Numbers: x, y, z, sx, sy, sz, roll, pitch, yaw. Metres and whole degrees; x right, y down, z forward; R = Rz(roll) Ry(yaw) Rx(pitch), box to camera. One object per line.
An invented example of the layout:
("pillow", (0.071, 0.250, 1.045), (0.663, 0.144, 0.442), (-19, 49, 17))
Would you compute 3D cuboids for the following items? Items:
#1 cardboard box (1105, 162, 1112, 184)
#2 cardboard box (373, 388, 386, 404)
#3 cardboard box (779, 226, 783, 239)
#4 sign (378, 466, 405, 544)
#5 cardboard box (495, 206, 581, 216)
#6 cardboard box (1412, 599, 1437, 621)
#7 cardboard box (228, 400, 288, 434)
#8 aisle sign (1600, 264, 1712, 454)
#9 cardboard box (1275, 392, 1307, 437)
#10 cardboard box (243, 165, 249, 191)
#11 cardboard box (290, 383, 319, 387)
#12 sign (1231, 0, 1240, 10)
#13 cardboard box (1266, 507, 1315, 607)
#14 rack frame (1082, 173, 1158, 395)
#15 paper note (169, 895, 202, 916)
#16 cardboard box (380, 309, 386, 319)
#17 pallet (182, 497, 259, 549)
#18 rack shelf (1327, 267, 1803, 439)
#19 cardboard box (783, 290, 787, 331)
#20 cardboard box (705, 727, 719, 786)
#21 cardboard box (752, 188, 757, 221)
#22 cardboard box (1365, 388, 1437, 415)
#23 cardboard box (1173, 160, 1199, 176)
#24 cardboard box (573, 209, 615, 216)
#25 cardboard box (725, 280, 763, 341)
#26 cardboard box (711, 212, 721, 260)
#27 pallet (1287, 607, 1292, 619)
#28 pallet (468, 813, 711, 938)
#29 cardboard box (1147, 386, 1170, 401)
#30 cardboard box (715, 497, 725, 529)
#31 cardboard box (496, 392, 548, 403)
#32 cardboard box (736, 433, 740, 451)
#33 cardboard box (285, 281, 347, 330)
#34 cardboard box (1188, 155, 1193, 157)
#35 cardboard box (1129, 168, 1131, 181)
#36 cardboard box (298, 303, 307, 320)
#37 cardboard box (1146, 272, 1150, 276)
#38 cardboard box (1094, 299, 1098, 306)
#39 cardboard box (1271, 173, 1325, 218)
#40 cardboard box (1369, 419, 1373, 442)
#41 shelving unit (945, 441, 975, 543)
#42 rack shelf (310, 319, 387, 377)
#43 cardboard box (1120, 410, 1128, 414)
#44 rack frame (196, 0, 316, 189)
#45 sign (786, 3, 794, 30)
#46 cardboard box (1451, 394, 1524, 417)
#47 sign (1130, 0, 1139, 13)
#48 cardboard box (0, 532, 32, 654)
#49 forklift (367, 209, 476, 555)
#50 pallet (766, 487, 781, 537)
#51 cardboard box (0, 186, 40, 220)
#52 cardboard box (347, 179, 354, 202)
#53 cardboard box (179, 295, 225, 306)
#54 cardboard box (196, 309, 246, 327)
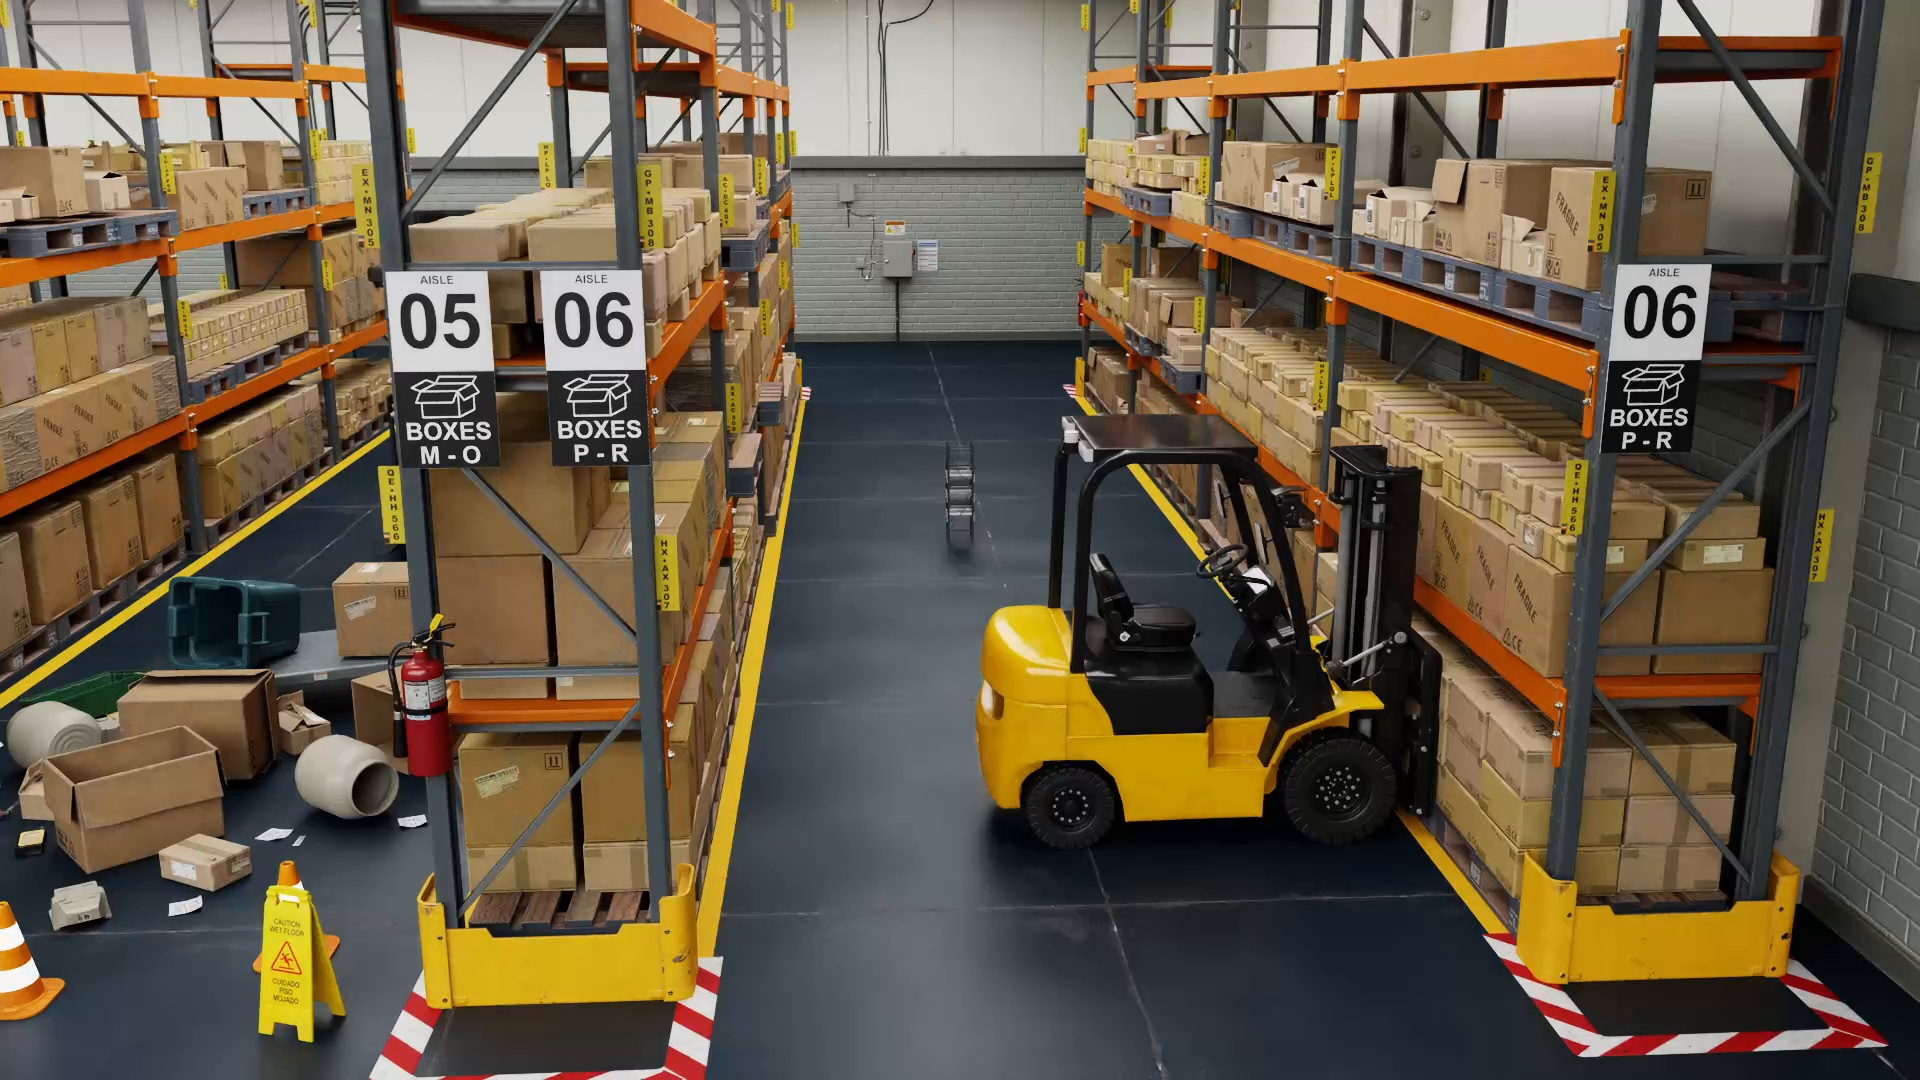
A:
("cardboard box", (2.073, -4.518, 20.474), (0.500, 0.250, 0.500), (-1, 14, -4))
("cardboard box", (-7.258, -1.761, 20.357), (0.380, 0.149, 0.250), (-1, 14, -3))
("cardboard box", (-2.350, -3.726, 20.204), (0.380, 0.149, 0.250), (-1, 14, -3))
("sign", (-2.326, -0.144, 6.831), (0.100, 0.325, 0.005), (-1, 14, -3))
("cardboard box", (-2.060, -1.548, 8.133), (0.380, 0.149, 0.250), (-1, 14, -5))
("cardboard box", (2.716, 0.514, 9.900), (0.500, 0.250, 0.500), (0, 14, -2))
("cardboard box", (-7.084, -1.232, 16.686), (0.500, 0.250, 0.500), (-2, 15, -6))
("aisle sign", (2.894, -0.749, 6.925), (0.394, 0.787, 0.004), (-1, 14, -3))
("cardboard box", (2.611, -0.921, 12.109), (0.500, 0.250, 0.500), (-1, 14, -5))
("cardboard box", (-7.603, -3.707, 16.955), (0.500, 0.311, 0.500), (-1, 14, -4))
("cardboard box", (-7.855, -1.768, 19.787), (0.380, 0.149, 0.250), (-2, 15, -6))
("sign", (2.993, -5.940, 18.084), (0.100, 0.325, 0.005), (-1, 14, -3))
("cardboard box", (2.851, 0.118, 12.694), (0.875, 0.625, 0.625), (-1, 14, -4))
("rack frame", (2.192, -3.490, 22.795), (1.000, 3.000, 0.127), (-1, 14, -3))
("paper note", (-3.816, 1.800, 8.193), (0.148, 0.019, 0.142), (-6, 16, -23))
("cardboard box", (-7.359, -2.859, 20.847), (0.380, 0.149, 0.250), (-2, 15, -6))
("pallet", (-7.248, -0.165, 15.469), (1.003, 0.211, 1.213), (-1, 14, -3))
("rack shelf", (3.059, -1.113, 8.979), (1.077, 0.370, 4.000), (-1, 14, -3))
("cardboard box", (-2.309, -2.712, 19.571), (0.500, 0.500, 0.500), (-1, 14, -3))
("cardboard box", (-1.615, 1.227, 9.136), (0.500, 0.250, 0.500), (0, 14, 0))
("cardboard box", (-1.740, -2.414, 12.052), (0.500, 0.250, 0.500), (-1, 14, -4))
("cardboard box", (2.783, -0.865, 10.494), (0.380, 0.149, 0.250), (-1, 14, -3))
("cardboard box", (2.291, -3.621, 16.190), (0.380, 0.149, 0.250), (-1, 14, -3))
("cardboard box", (-1.627, -1.491, 7.911), (0.380, 0.149, 0.250), (-1, 14, -4))
("cardboard box", (-2.053, -2.082, 15.116), (0.500, 0.500, 0.500), (-1, 14, -5))
("cardboard box", (-1.722, -1.846, 10.090), (0.500, 0.250, 0.500), (-1, 14, -4))
("pallet", (2.851, 0.662, 12.254), (1.003, 0.211, 1.213), (-1, 14, -3))
("pallet", (-1.790, 1.695, 8.237), (1.003, 0.211, 1.213), (-1, 14, -3))
("cardboard box", (2.291, -1.641, 18.482), (0.380, 0.149, 0.250), (-1, 14, -5))
("cardboard box", (-1.672, -0.169, 10.393), (0.380, 0.149, 0.250), (-1, 14, -2))
("cardboard box", (-2.178, -0.485, 8.311), (0.700, 0.500, 0.500), (-1, 14, -4))
("cardboard box", (-1.744, -0.715, 11.669), (0.380, 0.149, 0.250), (-1, 14, -2))
("cardboard box", (-7.228, -2.636, 18.677), (0.500, 0.500, 0.500), (-1, 14, -4))
("cardboard box", (2.637, -4.024, 17.713), (0.380, 0.149, 0.250), (-1, 14, -5))
("cardboard box", (2.061, -3.998, 18.209), (0.380, 0.149, 0.250), (-1, 14, -3))
("cardboard box", (-7.227, -2.446, 17.802), (0.380, 0.149, 0.250), (0, 14, -2))
("cardboard box", (2.485, -3.451, 22.348), (0.500, 0.250, 0.500), (0, 14, -2))
("cardboard box", (2.000, -3.220, 22.249), (0.380, 0.149, 0.250), (-1, 14, -2))
("cardboard box", (2.600, -2.534, 12.196), (0.500, 0.311, 0.500), (-1, 14, -5))
("cardboard box", (2.754, -0.656, 10.279), (0.380, 0.149, 0.250), (-1, 14, -4))
("shelving unit", (-0.001, -0.438, 15.146), (0.258, 0.900, 0.210), (-1, 14, -3))
("rack shelf", (-7.572, -2.465, 20.256), (1.077, 0.370, 4.000), (-1, 14, -3))
("cardboard box", (2.112, -1.452, 19.753), (0.380, 0.149, 0.250), (-1, 14, -5))
("rack frame", (-7.448, -5.222, 17.485), (1.000, 3.000, 0.127), (-1, 14, -3))
("sign", (-2.219, -6.814, 21.639), (0.100, 0.325, 0.005), (-1, 14, -3))
("cardboard box", (3.261, -0.809, 10.275), (0.380, 0.149, 0.250), (-1, 14, -4))
("sign", (1.897, -5.888, 18.040), (0.100, 0.325, 0.005), (-1, 14, -3))
("cardboard box", (-7.081, 0.406, 11.323), (1.050, 0.750, 0.750), (-1, 14, -4))
("forklift", (-4.608, -1.468, 15.074), (1.130, 2.935, 3.031), (-1, 14, -3))
("pallet", (-2.240, -0.270, 15.875), (1.003, 0.211, 1.213), (-1, 14, -3))
("cardboard box", (-6.857, -2.435, 11.900), (0.396, 0.266, 0.258), (-1, 14, -3))
("cardboard box", (-7.267, -4.070, 19.329), (0.500, 0.250, 0.500), (0, 14, -1))
("cardboard box", (-7.846, -2.448, 17.212), (0.380, 0.149, 0.250), (-1, 14, -3))
("cardboard box", (-7.119, -2.136, 16.000), (0.380, 0.149, 0.250), (0, 14, -2))
